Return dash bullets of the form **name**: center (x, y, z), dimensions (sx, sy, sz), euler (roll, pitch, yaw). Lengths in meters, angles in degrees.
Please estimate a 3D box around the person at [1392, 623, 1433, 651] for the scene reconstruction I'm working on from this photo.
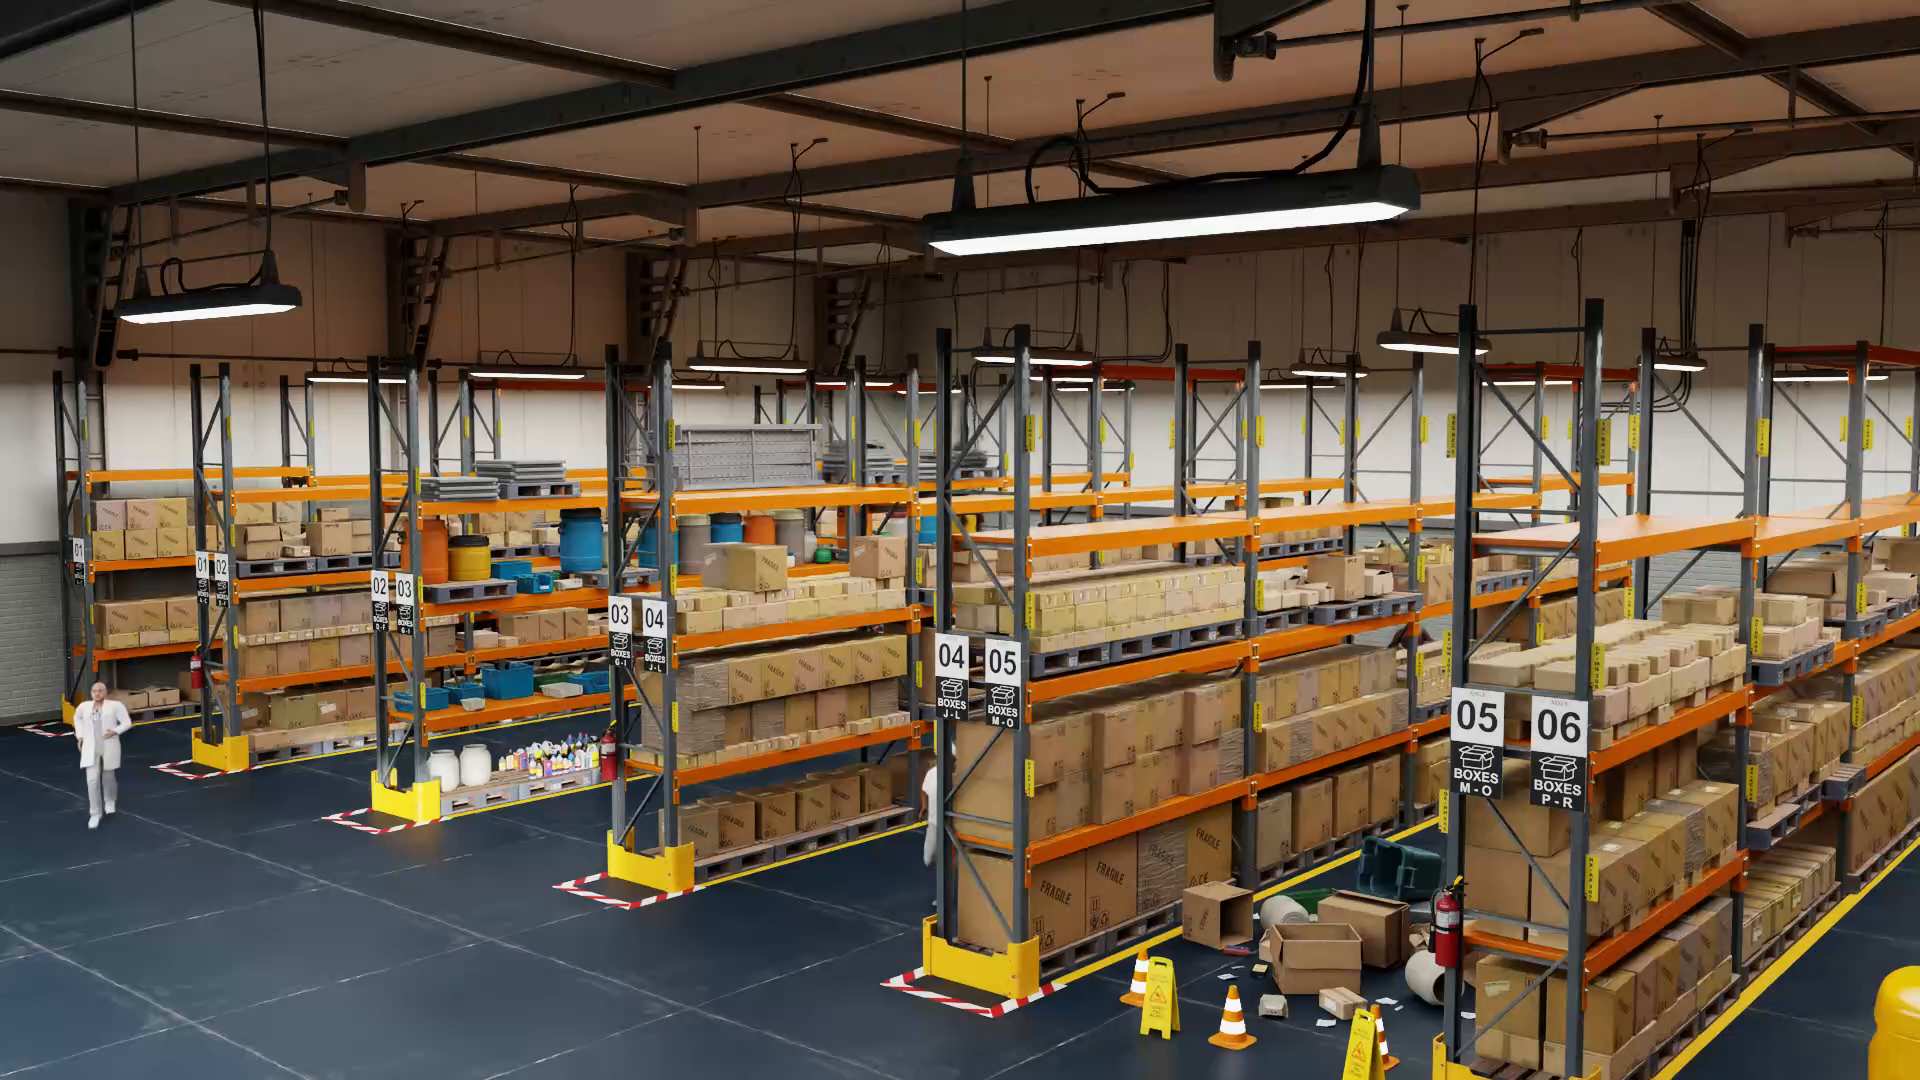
- **person**: center (8.070, 2.178, 29.668), dimensions (0.727, 1.714, 0.908), euler (1, 4, 11)

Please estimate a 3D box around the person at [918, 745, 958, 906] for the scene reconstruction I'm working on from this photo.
- **person**: center (-0.122, 3.021, 17.761), dimensions (0.695, 1.720, 0.596), euler (2, 5, 27)

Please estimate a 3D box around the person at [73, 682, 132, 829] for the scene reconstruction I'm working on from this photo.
- **person**: center (-11.052, 2.727, 21.442), dimensions (0.703, 1.808, 0.967), euler (-2, 4, -21)
